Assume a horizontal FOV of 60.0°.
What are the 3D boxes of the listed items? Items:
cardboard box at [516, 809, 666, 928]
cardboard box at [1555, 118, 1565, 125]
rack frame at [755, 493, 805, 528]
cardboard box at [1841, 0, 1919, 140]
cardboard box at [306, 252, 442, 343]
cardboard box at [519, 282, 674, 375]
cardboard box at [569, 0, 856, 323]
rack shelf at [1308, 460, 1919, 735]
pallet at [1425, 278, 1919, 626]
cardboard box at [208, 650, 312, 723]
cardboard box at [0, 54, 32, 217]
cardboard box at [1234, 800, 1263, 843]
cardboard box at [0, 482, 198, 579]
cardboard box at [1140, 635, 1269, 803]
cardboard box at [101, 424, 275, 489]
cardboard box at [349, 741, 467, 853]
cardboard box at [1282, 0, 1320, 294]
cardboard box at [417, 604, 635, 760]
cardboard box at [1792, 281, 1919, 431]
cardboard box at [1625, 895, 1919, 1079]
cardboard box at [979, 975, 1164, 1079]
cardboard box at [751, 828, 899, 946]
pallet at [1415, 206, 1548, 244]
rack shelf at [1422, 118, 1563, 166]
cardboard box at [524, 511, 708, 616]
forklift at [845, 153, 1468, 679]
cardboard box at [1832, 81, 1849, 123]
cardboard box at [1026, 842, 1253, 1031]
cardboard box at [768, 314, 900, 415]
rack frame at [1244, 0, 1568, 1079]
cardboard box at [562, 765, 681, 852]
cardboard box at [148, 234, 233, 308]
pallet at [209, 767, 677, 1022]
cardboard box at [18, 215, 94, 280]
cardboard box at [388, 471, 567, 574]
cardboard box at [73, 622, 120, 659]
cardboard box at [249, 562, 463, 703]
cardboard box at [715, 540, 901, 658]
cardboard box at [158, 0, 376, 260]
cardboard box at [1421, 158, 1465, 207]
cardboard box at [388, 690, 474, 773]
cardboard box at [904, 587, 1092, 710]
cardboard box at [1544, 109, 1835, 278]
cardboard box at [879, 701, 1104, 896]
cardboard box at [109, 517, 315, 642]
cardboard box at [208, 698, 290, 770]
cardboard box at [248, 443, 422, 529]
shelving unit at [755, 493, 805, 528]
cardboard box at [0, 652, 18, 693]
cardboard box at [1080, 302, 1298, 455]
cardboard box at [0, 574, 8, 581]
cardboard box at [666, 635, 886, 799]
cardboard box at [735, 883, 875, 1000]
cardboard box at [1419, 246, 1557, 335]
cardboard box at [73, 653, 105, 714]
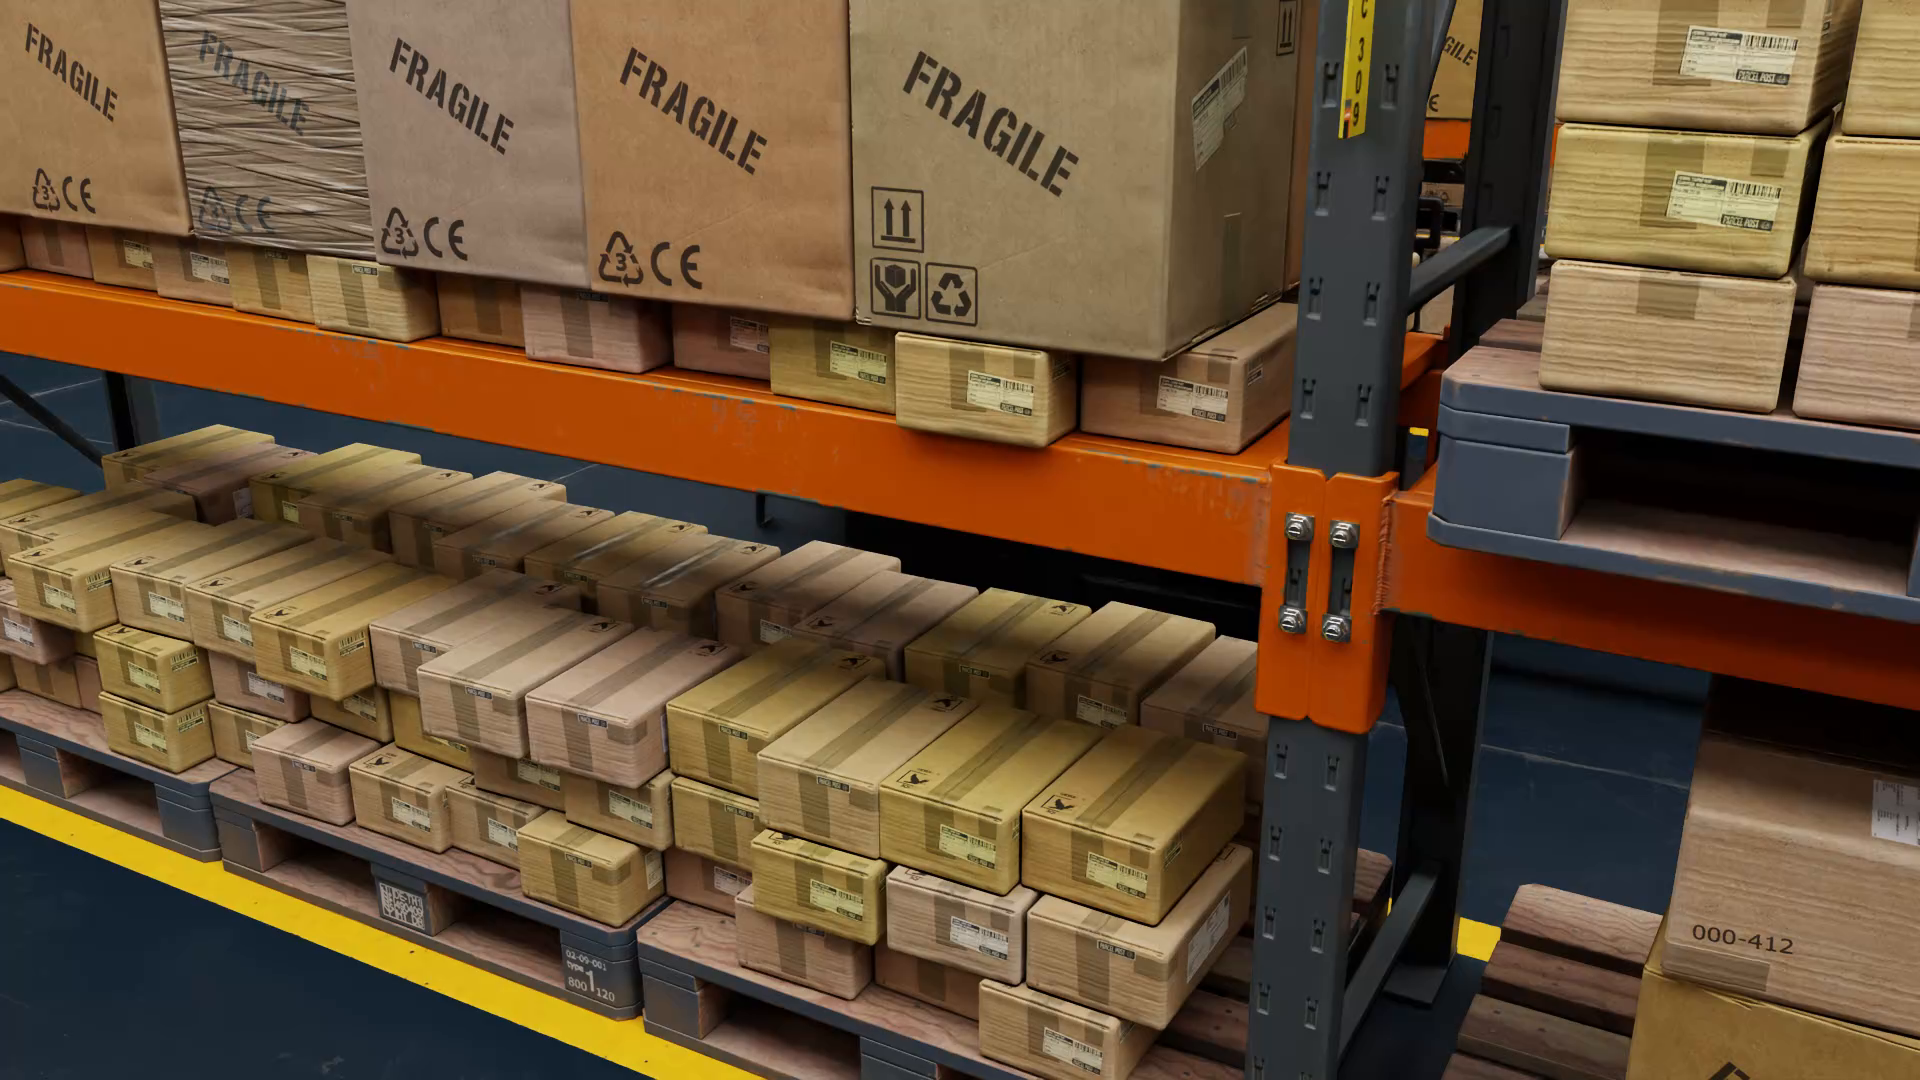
[{"bbox_3d":[-0.672,0.601,3.374,0.250,0.149,0.380,11,23,27],"label":"cardboard box"},{"bbox_3d":[2.537,-1.944,6.680,0.500,0.500,0.500,11,23,28],"label":"cardboard box"},{"bbox_3d":[-0.640,-1.093,5.800,0.015,2.100,0.400,9,22,24],"label":"rack frame"},{"bbox_3d":[1.107,-0.518,1.774,0.250,0.149,0.380,11,23,29],"label":"cardboard box"},{"bbox_3d":[-1.023,-0.504,3.224,0.250,0.149,0.380,11,23,28],"label":"cardboard box"},{"bbox_3d":[-0.570,-0.425,3.005,0.250,0.149,0.380,10,22,25],"label":"cardboard box"},{"bbox_3d":[-0.272,-0.676,2.746,0.500,0.500,0.500,10,22,26],"label":"cardboard box"},{"bbox_3d":[2.487,0.265,1.791,4.000,0.370,1.077,11,23,27],"label":"rack shelf"},{"bbox_3d":[1.337,-0.145,2.148,1.213,0.211,1.003,11,23,27],"label":"pallet"},{"bbox_3d":[-1.502,0.263,3.870,0.250,0.149,0.380,10,22,25],"label":"cardboard box"},{"bbox_3d":[-2.015,-1.019,3.694,0.500,0.500,0.500,11,23,27],"label":"cardboard box"},{"bbox_3d":[0.580,0.442,3.378,0.250,0.149,0.380,12,23,30],"label":"cardboard box"},{"bbox_3d":[-2.161,-0.010,4.185,0.250,0.149,0.380,11,23,28],"label":"cardboard box"},{"bbox_3d":[0.541,0.338,3.226,0.250,0.149,0.380,12,23,29],"label":"cardboard box"},{"bbox_3d":[-2.166,-0.195,4.697,0.250,0.149,0.380,11,23,28],"label":"cardboard box"},{"bbox_3d":[-1.093,0.507,3.632,0.250,0.149,0.380,11,23,27],"label":"cardboard box"},{"bbox_3d":[0.431,-0.750,2.951,0.500,0.500,0.500,10,22,26],"label":"cardboard box"},{"bbox_3d":[-0.872,0.281,3.385,0.250,0.149,0.380,10,22,25],"label":"cardboard box"},{"bbox_3d":[1.105,-0.238,1.876,0.250,0.149,0.380,11,23,28],"label":"cardboard box"},{"bbox_3d":[1.256,0.774,2.383,0.500,0.500,0.500,12,23,29],"label":"cardboard box"},{"bbox_3d":[0.232,0.773,2.900,0.250,0.149,0.380,11,23,28],"label":"cardboard box"},{"bbox_3d":[-0.174,0.559,3.054,0.250,0.149,0.380,10,22,25],"label":"cardboard box"},{"bbox_3d":[3.816,-2.381,12.119,1.213,0.211,1.003,11,23,27],"label":"pallet"},{"bbox_3d":[1.320,-1.891,7.733,4.000,0.370,1.077,11,23,27],"label":"rack shelf"},{"bbox_3d":[-0.811,0.071,3.963,0.250,0.149,0.380,11,23,28],"label":"cardboard box"},{"bbox_3d":[1.176,-1.184,4.831,3.031,2.935,1.130,9,22,24],"label":"forklift"},{"bbox_3d":[1.184,-0.618,2.485,0.250,0.149,0.380,12,23,29],"label":"cardboard box"},{"bbox_3d":[0.310,0.639,2.832,0.250,0.149,0.380,11,23,28],"label":"cardboard box"},{"bbox_3d":[-0.105,-0.338,2.767,0.250,0.149,0.380,12,23,29],"label":"cardboard box"},{"bbox_3d":[0.740,-0.406,2.585,0.127,3.000,1.000,11,23,27],"label":"rack frame"},{"bbox_3d":[-0.578,0.451,3.351,0.250,0.149,0.380,11,23,29],"label":"cardboard box"},{"bbox_3d":[-1.458,-0.607,3.507,0.250,0.149,0.380,10,22,26],"label":"cardboard box"},{"bbox_3d":[-0.932,0.601,3.898,1.213,0.211,1.003,11,23,27],"label":"pallet"},{"bbox_3d":[-1.884,-0.708,3.788,0.250,0.149,0.380,12,23,30],"label":"cardboard box"},{"bbox_3d":[-1.230,-0.041,4.272,0.250,0.149,0.380,12,23,29],"label":"cardboard box"},{"bbox_3d":[-1.951,0.172,4.120,0.250,0.149,0.380,11,23,28],"label":"cardboard box"},{"bbox_3d":[-1.301,0.193,3.626,0.250,0.149,0.380,11,23,28],"label":"cardboard box"},{"bbox_3d":[-0.337,0.144,3.761,0.250,0.149,0.380,11,23,28],"label":"cardboard box"},{"bbox_3d":[-1.145,-0.851,3.230,0.500,0.500,0.500,10,22,26],"label":"cardboard box"},{"bbox_3d":[3.620,-2.661,11.851,0.500,0.500,0.500,11,23,28],"label":"cardboard box"},{"bbox_3d":[-1.014,0.344,3.647,0.250,0.149,0.380,12,23,30],"label":"cardboard box"},{"bbox_3d":[0.084,0.248,3.476,0.250,0.149,0.380,10,22,27],"label":"cardboard box"},{"bbox_3d":[0.860,-0.422,1.947,0.250,0.149,0.380,11,23,28],"label":"cardboard box"},{"bbox_3d":[0.060,0.445,2.932,0.250,0.149,0.380,11,23,28],"label":"cardboard box"},{"bbox_3d":[-1.746,0.087,3.919,0.250,0.149,0.380,10,22,25],"label":"cardboard box"},{"bbox_3d":[-1.523,0.402,3.923,0.250,0.149,0.380,11,23,27],"label":"cardboard box"},{"bbox_3d":[-1.686,-0.131,4.520,0.250,0.149,0.380,10,22,26],"label":"cardboard box"},{"bbox_3d":[-0.420,-1.057,5.700,0.503,2.100,0.431,9,22,24],"label":"shelving unit"},{"bbox_3d":[-2.450,0.254,4.330,0.250,0.149,0.380,11,23,28],"label":"cardboard box"},{"bbox_3d":[0.377,-0.265,2.567,0.250,0.149,0.380,11,22,27],"label":"cardboard box"},{"bbox_3d":[-2.419,0.096,4.332,0.250,0.149,0.380,12,23,30],"label":"cardboard box"},{"bbox_3d":[-0.349,0.339,3.223,0.250,0.149,0.380,12,23,29],"label":"cardboard box"},{"bbox_3d":[-0.216,0.680,3.156,0.250,0.149,0.380,10,22,26],"label":"cardboard box"},{"bbox_3d":[2.571,-1.026,7.435,0.875,0.438,0.875,10,22,27],"label":"cardboard box"},{"bbox_3d":[-1.962,0.313,4.169,0.250,0.149,0.380,11,23,28],"label":"cardboard box"}]
